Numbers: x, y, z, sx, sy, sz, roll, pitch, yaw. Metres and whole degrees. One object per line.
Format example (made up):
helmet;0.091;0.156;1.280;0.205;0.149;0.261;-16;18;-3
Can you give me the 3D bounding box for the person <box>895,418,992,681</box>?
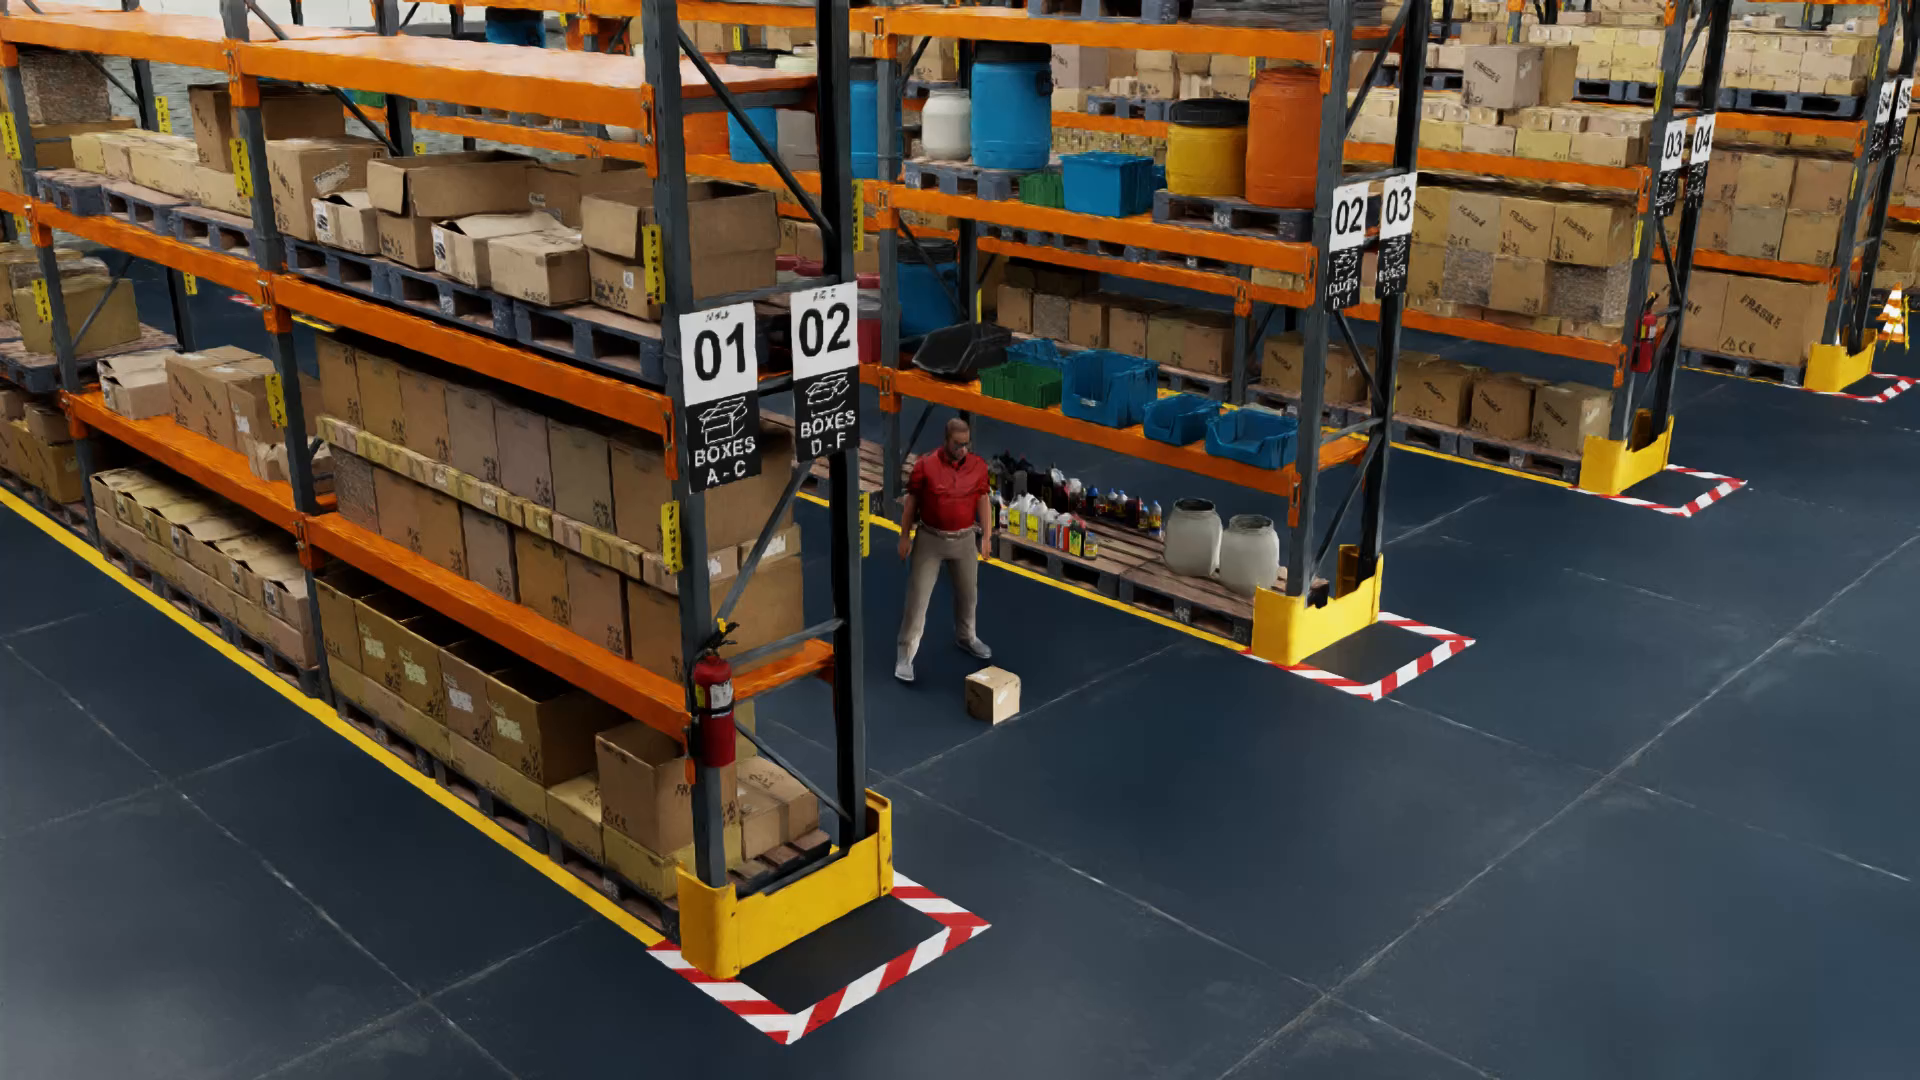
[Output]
person;-0.127;0.033;10.979;0.744;1.716;0.542;-6;21;-16
